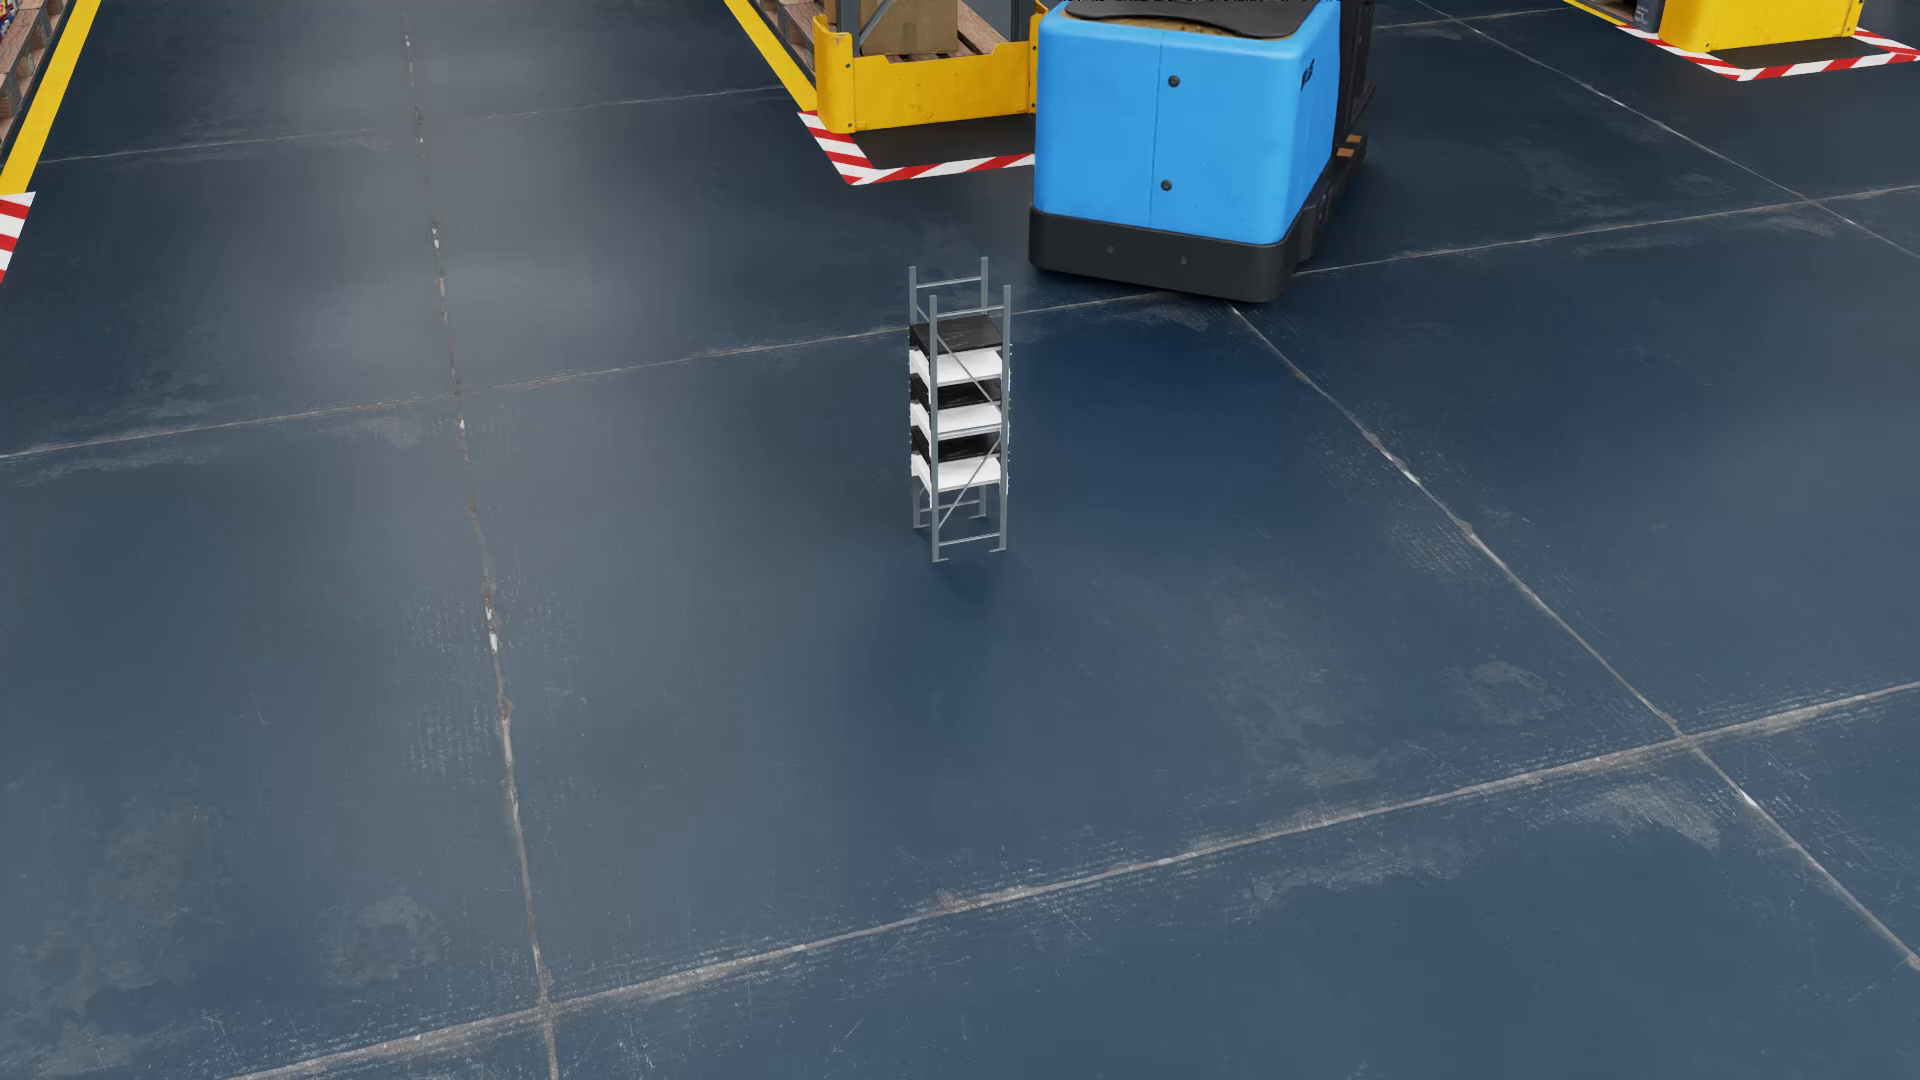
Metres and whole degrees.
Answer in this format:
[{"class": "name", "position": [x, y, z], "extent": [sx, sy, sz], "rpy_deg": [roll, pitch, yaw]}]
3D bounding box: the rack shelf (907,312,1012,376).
[{"class": "rack shelf", "position": [-0.002, -0.577, 4.878], "extent": [0.258, 0.077, 0.200], "rpy_deg": [-10, 35, -15]}]

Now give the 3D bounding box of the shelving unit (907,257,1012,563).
[{"class": "shelving unit", "position": [-0.002, -0.380, 5.008], "extent": [0.258, 0.900, 0.210], "rpy_deg": [-10, 35, -15]}]

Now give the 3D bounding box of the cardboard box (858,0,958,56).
[{"class": "cardboard box", "position": [-0.291, -2.889, 8.787], "extent": [0.500, 0.500, 0.500], "rpy_deg": [-4, 34, -6]}]

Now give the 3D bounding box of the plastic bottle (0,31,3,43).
[{"class": "plastic bottle", "position": [-5.141, -2.769, 8.785], "extent": [0.061, 0.283, 0.133], "rpy_deg": [-9, 35, -14]}]

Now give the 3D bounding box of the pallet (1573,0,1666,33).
[{"class": "pallet", "position": [4.320, -3.450, 10.280], "extent": [1.003, 0.211, 1.213], "rpy_deg": [-10, 35, -15]}]

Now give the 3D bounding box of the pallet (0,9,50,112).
[{"class": "pallet", "position": [-5.512, -2.528, 8.885], "extent": [1.003, 0.211, 1.213], "rpy_deg": [-10, 35, -15]}]

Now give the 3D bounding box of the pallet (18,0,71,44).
[{"class": "pallet", "position": [-5.888, -3.170, 9.856], "extent": [1.003, 0.211, 1.213], "rpy_deg": [-10, 35, -15]}]

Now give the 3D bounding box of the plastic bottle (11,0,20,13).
[{"class": "plastic bottle", "position": [-5.380, -3.094, 9.283], "extent": [0.152, 0.276, 0.135], "rpy_deg": [-9, 35, -14]}]

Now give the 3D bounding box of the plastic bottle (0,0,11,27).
[{"class": "plastic bottle", "position": [-5.255, -2.898, 9.054], "extent": [0.097, 0.201, 0.097], "rpy_deg": [0, 33, 0]}]

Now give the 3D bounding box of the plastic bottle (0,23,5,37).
[{"class": "plastic bottle", "position": [-5.194, -2.822, 8.876], "extent": [0.097, 0.271, 0.097], "rpy_deg": [0, 33, 0]}]

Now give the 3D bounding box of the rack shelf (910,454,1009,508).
[{"class": "rack shelf", "position": [-0.002, -0.202, 5.126], "extent": [0.258, 0.077, 0.200], "rpy_deg": [-10, 35, -15]}]

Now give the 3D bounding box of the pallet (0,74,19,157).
[{"class": "pallet", "position": [-5.144, -1.889, 7.917], "extent": [1.003, 0.211, 1.213], "rpy_deg": [-10, 35, -15]}]

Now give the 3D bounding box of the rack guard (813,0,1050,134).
[{"class": "rack guard", "position": [-0.139, -2.423, 8.463], "extent": [1.175, 0.500, 0.348], "rpy_deg": [-10, 35, -15]}]

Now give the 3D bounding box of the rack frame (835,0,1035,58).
[{"class": "rack frame", "position": [-0.116, -3.426, 7.714], "extent": [1.000, 3.000, 0.127], "rpy_deg": [-10, 35, -15]}]

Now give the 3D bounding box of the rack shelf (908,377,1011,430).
[{"class": "rack shelf", "position": [-0.002, -0.427, 4.977], "extent": [0.258, 0.077, 0.200], "rpy_deg": [-10, 35, -15]}]

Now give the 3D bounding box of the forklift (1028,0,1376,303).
[{"class": "forklift", "position": [1.296, -2.959, 7.069], "extent": [1.130, 2.935, 3.031], "rpy_deg": [12, 35, 18]}]

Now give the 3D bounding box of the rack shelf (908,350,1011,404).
[{"class": "rack shelf", "position": [-0.002, -0.502, 4.928], "extent": [0.258, 0.077, 0.200], "rpy_deg": [-10, 35, -15]}]

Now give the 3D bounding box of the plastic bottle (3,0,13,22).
[{"class": "plastic bottle", "position": [-5.286, -2.981, 9.117], "extent": [0.097, 0.271, 0.097], "rpy_deg": [0, 33, 0]}]

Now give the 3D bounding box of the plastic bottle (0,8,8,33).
[{"class": "plastic bottle", "position": [-5.225, -2.875, 8.956], "extent": [0.097, 0.271, 0.097], "rpy_deg": [0, 33, 0]}]

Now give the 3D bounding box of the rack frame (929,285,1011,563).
[{"class": "rack frame", "position": [0.029, -0.326, 4.928], "extent": [0.240, 0.900, 0.006], "rpy_deg": [-10, 35, -15]}]

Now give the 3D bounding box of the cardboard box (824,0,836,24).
[{"class": "cardboard box", "position": [-0.506, -3.197, 9.254], "extent": [0.500, 0.500, 0.500], "rpy_deg": [-1, 33, -2]}]

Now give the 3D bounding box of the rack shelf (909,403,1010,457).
[{"class": "rack shelf", "position": [-0.002, -0.352, 5.027], "extent": [0.258, 0.077, 0.200], "rpy_deg": [-10, 35, -15]}]

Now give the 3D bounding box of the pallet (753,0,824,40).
[{"class": "pallet", "position": [-0.722, -3.374, 10.165], "extent": [1.003, 0.211, 1.213], "rpy_deg": [-10, 35, -15]}]

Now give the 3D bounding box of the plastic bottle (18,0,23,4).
[{"class": "plastic bottle", "position": [-5.425, -3.211, 9.393], "extent": [0.144, 0.351, 0.185], "rpy_deg": [-10, 35, -15]}]

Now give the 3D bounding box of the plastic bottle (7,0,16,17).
[{"class": "plastic bottle", "position": [-5.317, -3.006, 9.217], "extent": [0.097, 0.201, 0.097], "rpy_deg": [0, 33, 0]}]

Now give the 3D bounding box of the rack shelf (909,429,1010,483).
[{"class": "rack shelf", "position": [-0.002, -0.277, 5.076], "extent": [0.258, 0.077, 0.200], "rpy_deg": [-10, 35, -15]}]

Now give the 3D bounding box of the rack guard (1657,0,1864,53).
[{"class": "rack guard", "position": [4.645, -3.151, 9.566], "extent": [1.175, 0.500, 0.348], "rpy_deg": [-10, 35, -15]}]

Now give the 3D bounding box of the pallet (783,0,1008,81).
[{"class": "pallet", "position": [-0.354, -2.735, 9.197], "extent": [1.003, 0.211, 1.213], "rpy_deg": [-10, 35, -15]}]

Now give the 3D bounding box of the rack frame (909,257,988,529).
[{"class": "rack frame", "position": [-0.033, -0.433, 5.089], "extent": [0.240, 0.900, 0.006], "rpy_deg": [-10, 35, -15]}]
